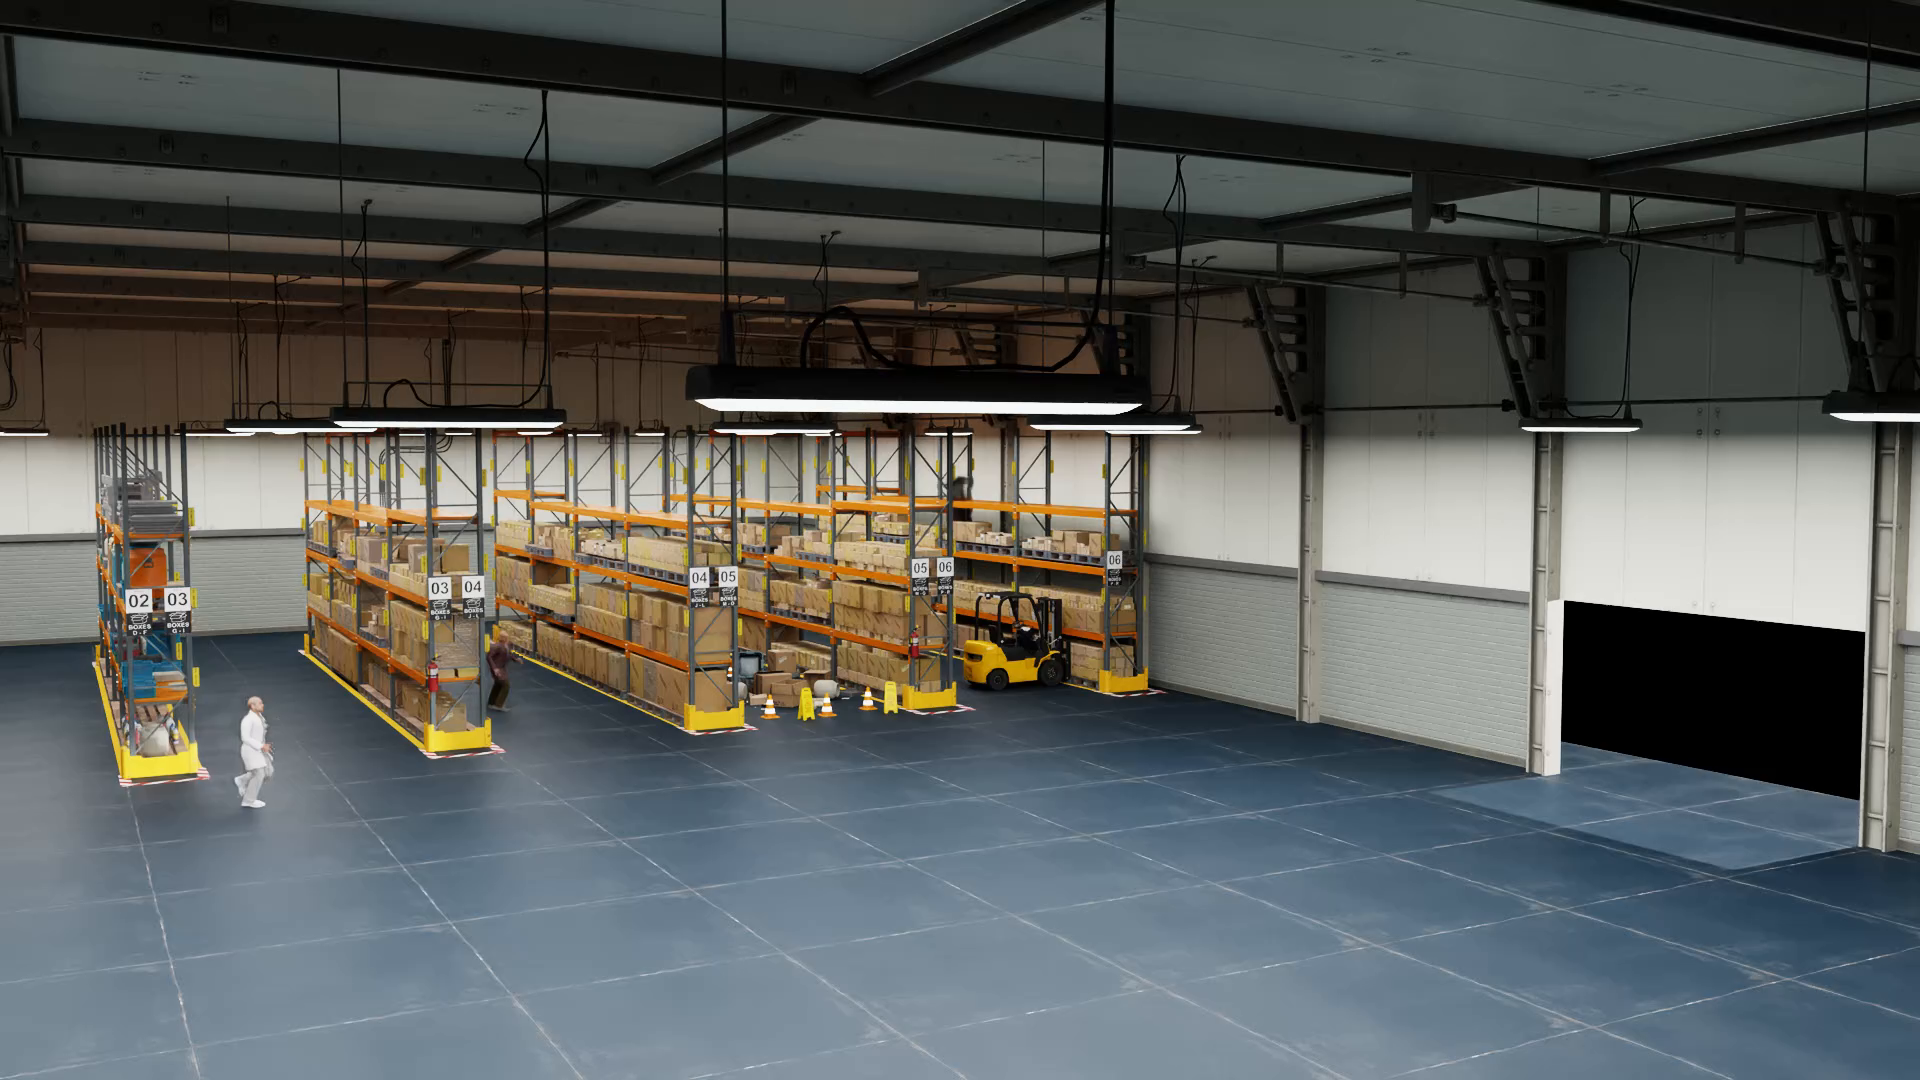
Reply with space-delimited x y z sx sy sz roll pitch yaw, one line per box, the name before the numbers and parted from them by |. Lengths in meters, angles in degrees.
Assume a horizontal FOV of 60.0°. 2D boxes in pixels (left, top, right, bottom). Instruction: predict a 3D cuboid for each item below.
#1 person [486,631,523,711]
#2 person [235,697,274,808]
person | -9.666 2.759 35.146 0.849 1.716 0.727 0 3 3
person | -10.997 3.297 25.888 0.678 1.726 0.691 0 3 -2
